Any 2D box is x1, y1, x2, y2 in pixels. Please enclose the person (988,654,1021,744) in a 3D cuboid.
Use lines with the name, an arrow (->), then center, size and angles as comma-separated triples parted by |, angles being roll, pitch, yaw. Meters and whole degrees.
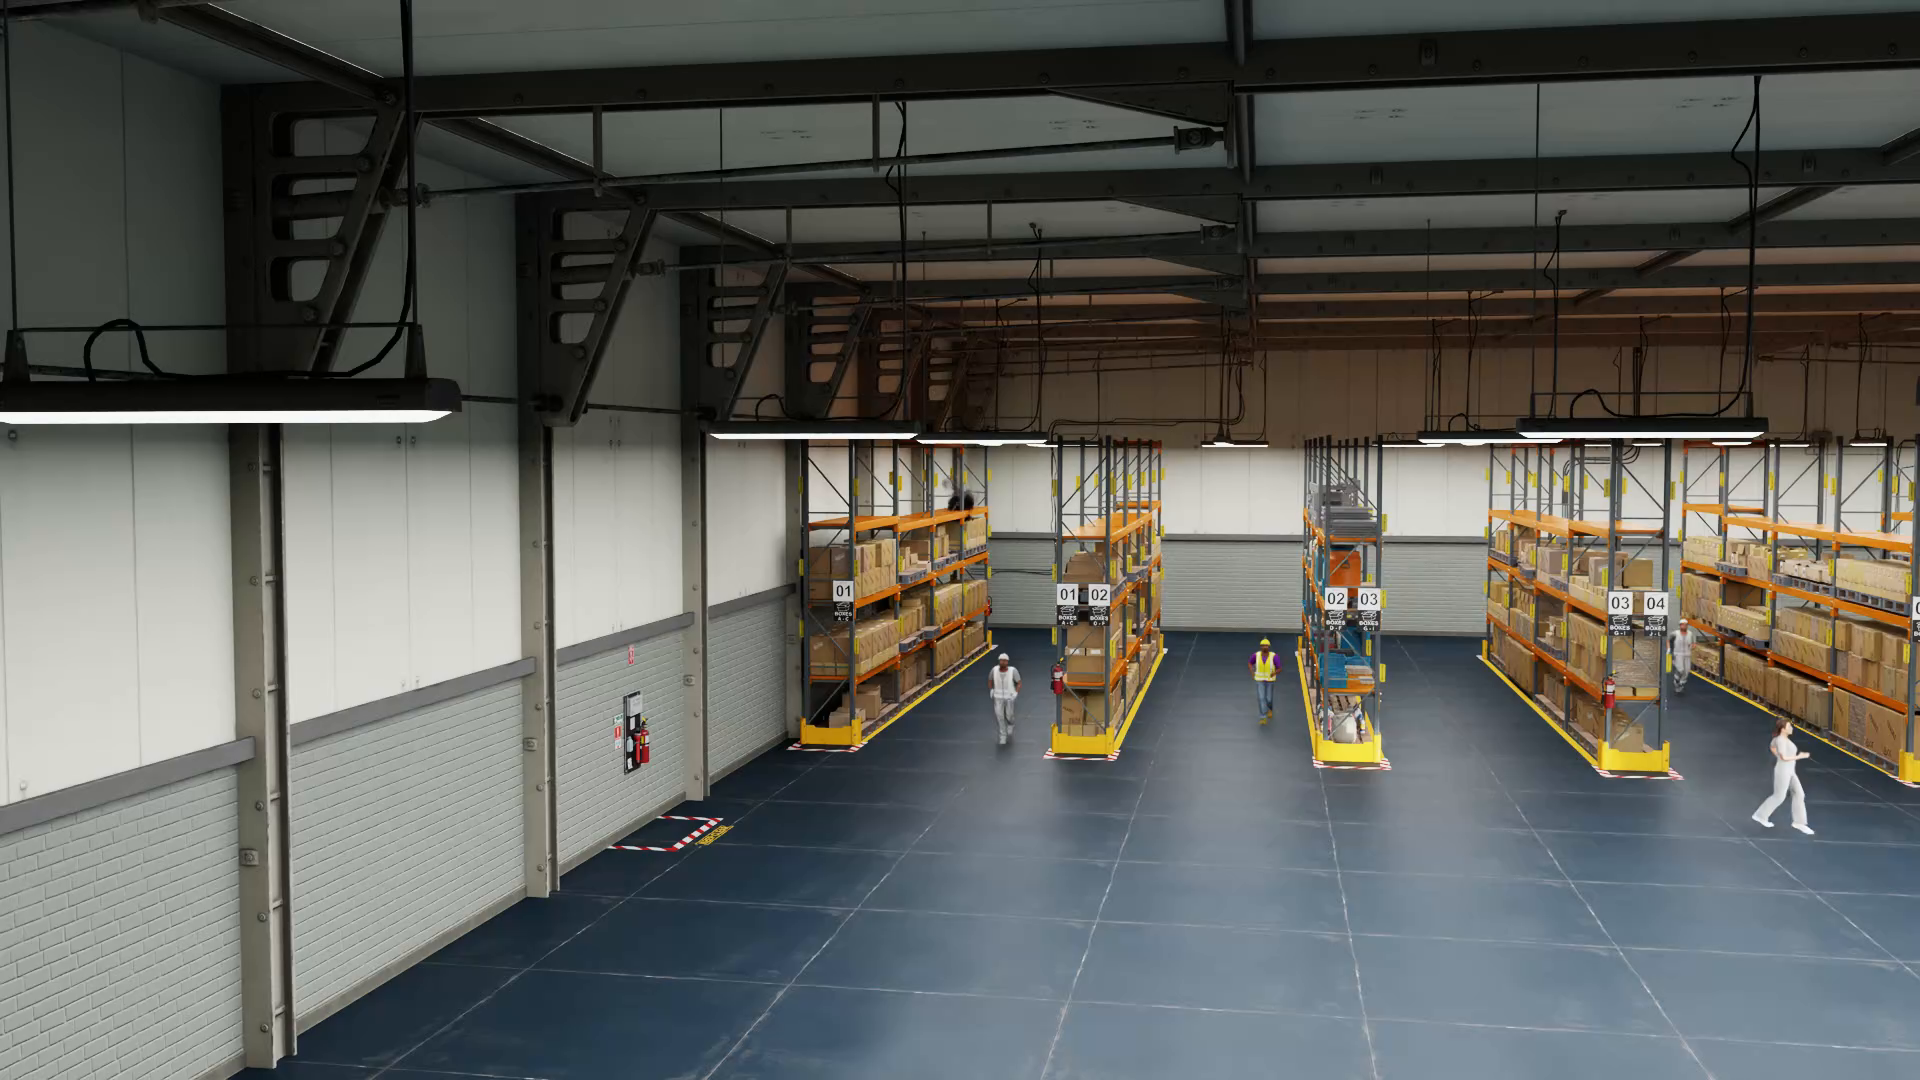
person -> 0.874, 3.087, 32.646 | 0.670, 1.752, 0.804 | 0, 3, 7

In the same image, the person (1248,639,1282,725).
person -> 6.394, 2.956, 34.889 | 0.706, 1.758, 0.791 | 1, 3, 13

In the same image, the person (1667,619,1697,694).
person -> 16.884, 2.725, 38.848 | 0.644, 1.755, 0.668 | 0, 3, 8

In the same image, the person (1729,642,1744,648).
person -> 20.948, 2.445, 44.917 | 0.684, 1.700, 0.534 | -2, 4, -30

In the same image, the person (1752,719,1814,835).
person -> 12.324, 3.519, 24.867 | 0.831, 1.701, 0.559 | 2, 4, 35
